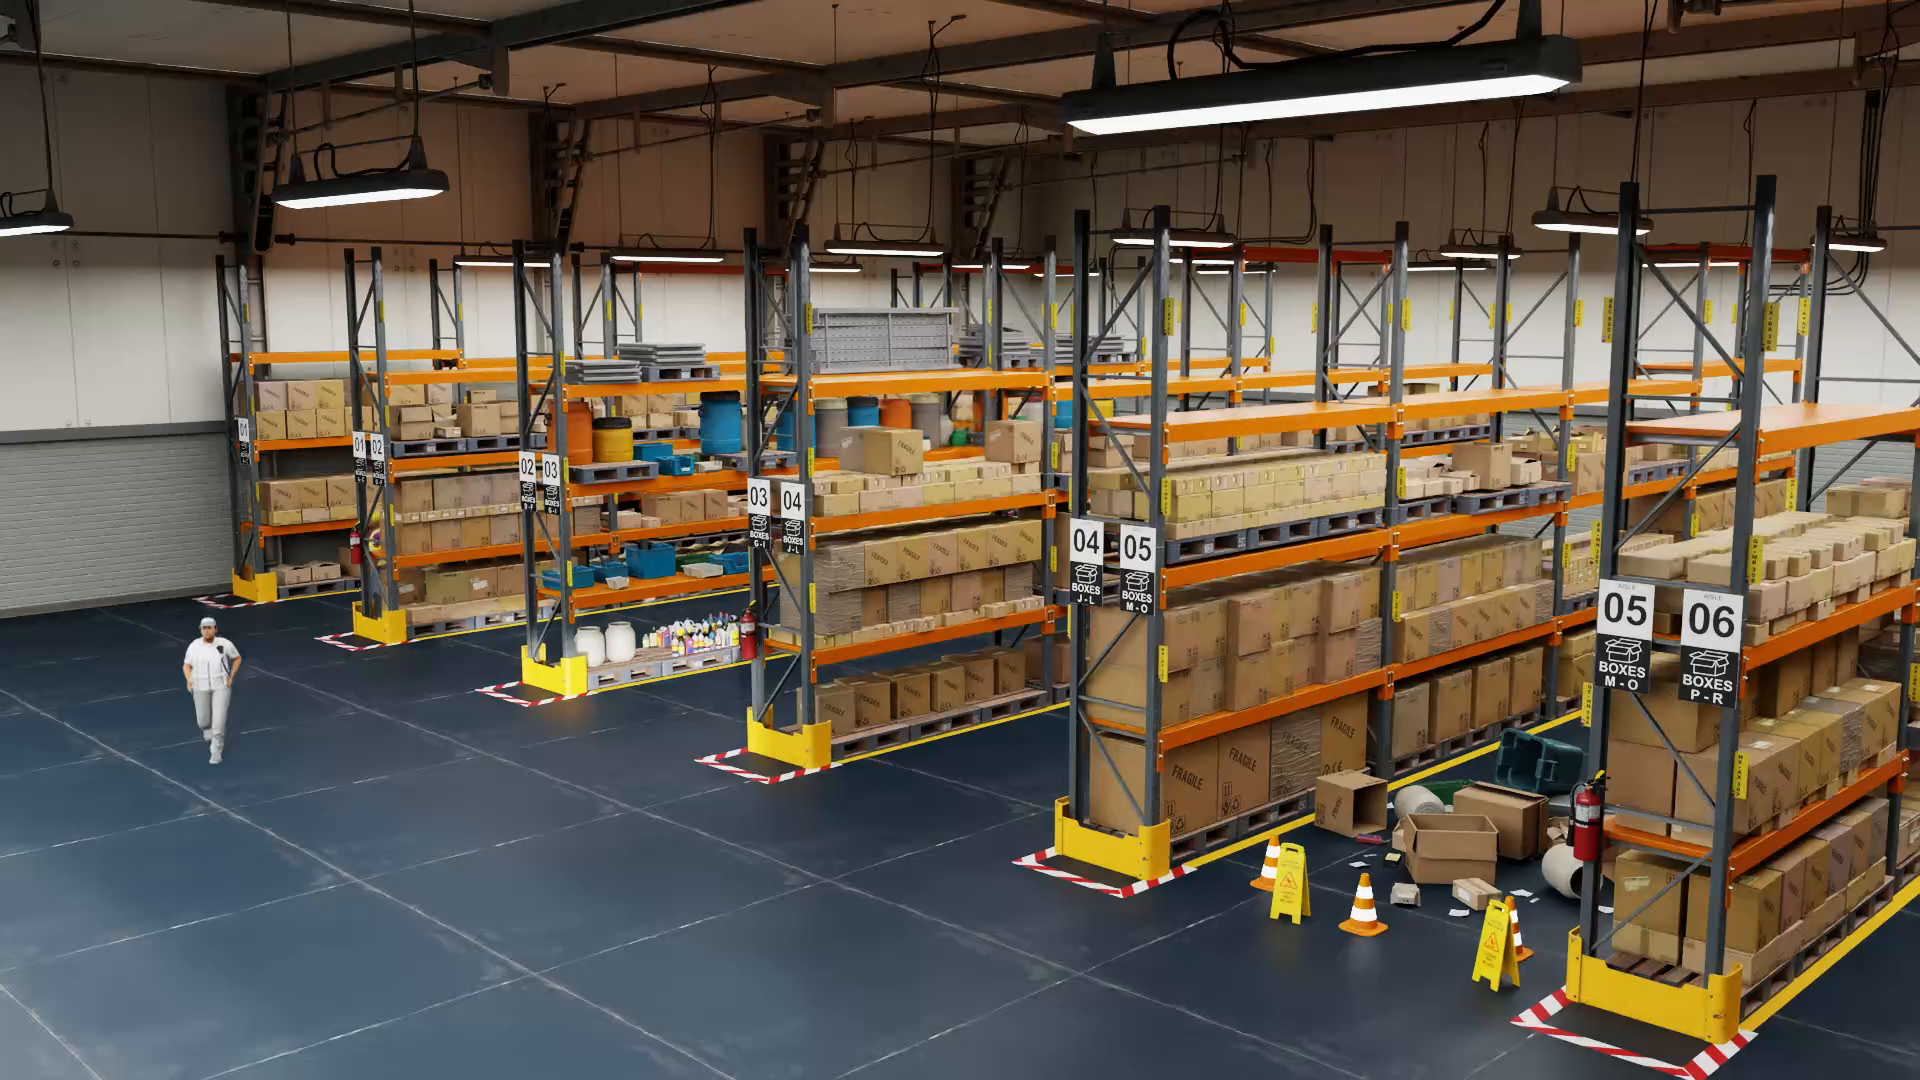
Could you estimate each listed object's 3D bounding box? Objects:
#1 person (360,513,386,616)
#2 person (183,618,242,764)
[{"bbox_3d":[-9.657,0.412,27.625,0.782,1.753,0.706,-8,11,-43],"label":"person"},{"bbox_3d":[-8.553,1.690,19.054,0.616,1.639,0.694,-3,8,-17],"label":"person"}]
